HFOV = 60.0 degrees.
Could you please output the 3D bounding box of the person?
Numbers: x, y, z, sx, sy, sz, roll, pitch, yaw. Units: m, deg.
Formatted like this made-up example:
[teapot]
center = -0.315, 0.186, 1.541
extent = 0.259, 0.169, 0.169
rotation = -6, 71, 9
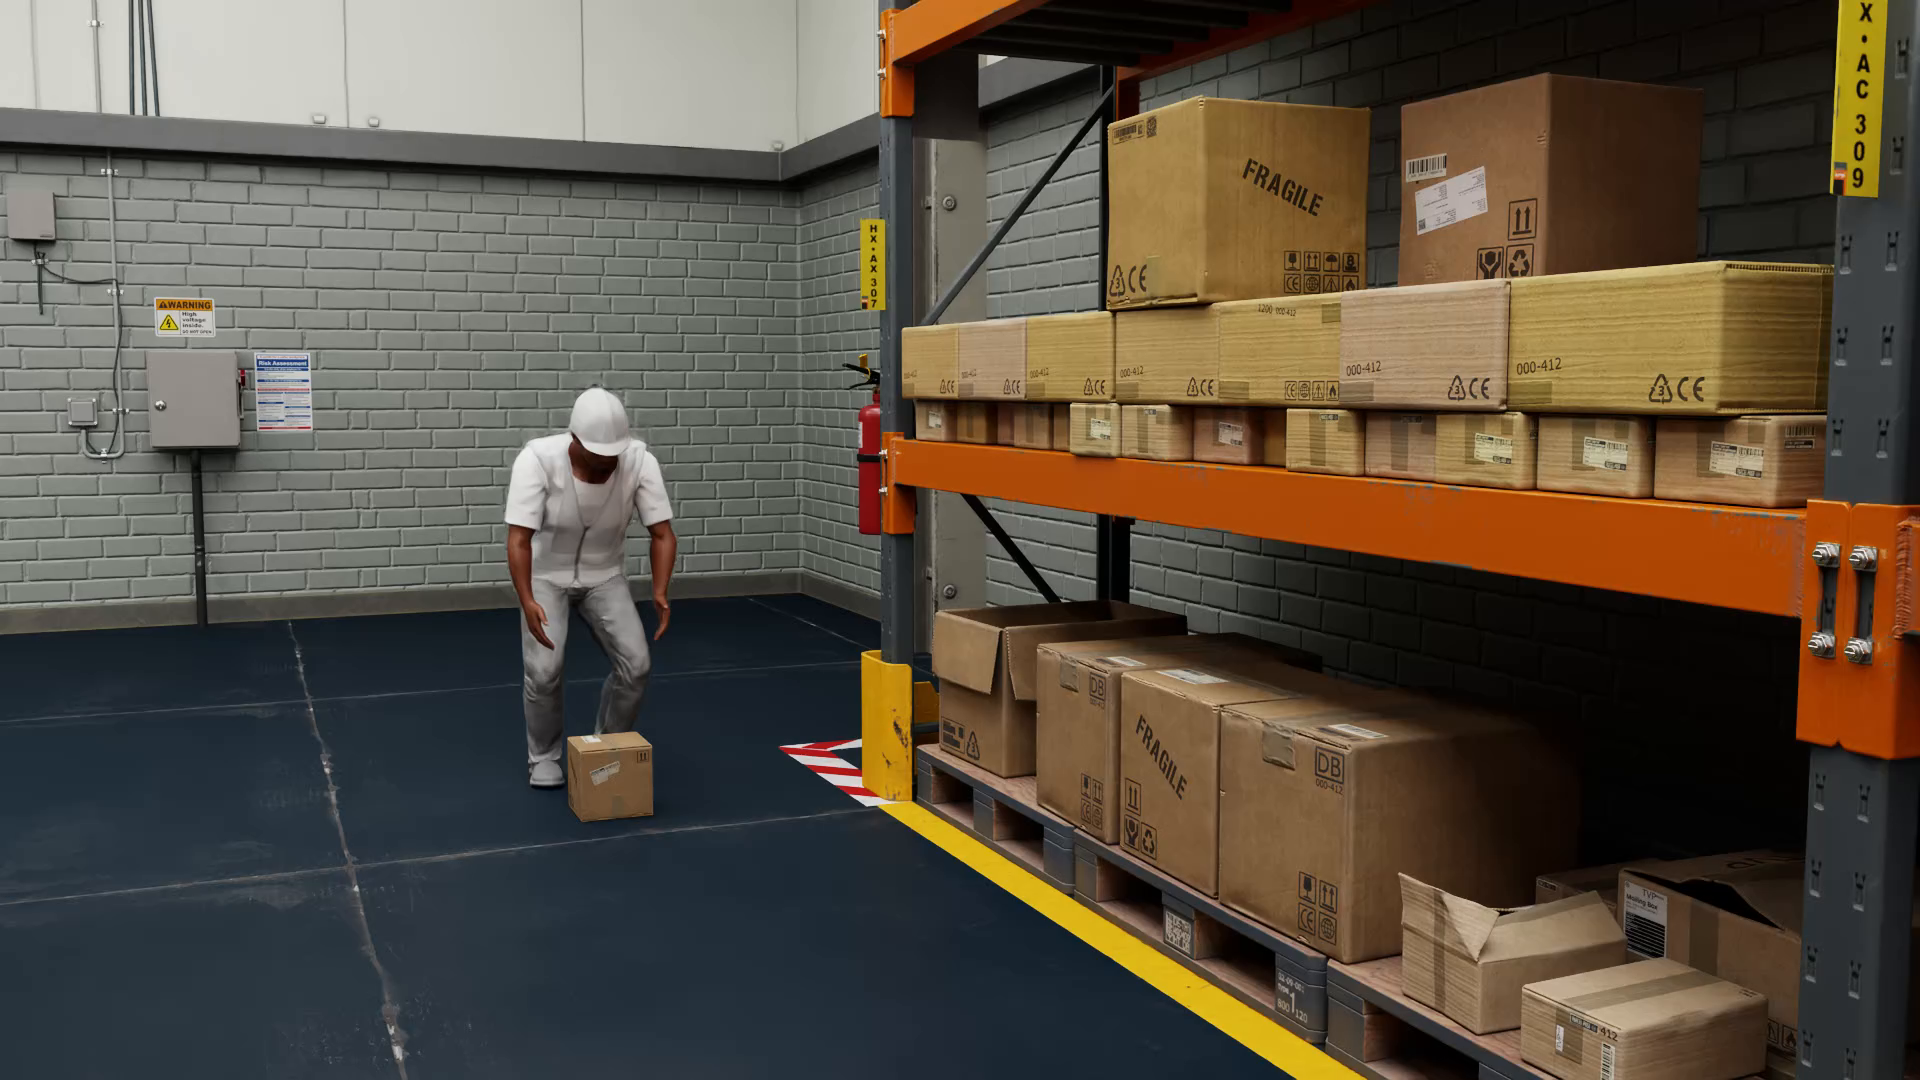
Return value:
[person]
center = -1.416, 0.039, 6.236
extent = 0.514, 1.765, 0.578
rotation = -2, 6, -23
